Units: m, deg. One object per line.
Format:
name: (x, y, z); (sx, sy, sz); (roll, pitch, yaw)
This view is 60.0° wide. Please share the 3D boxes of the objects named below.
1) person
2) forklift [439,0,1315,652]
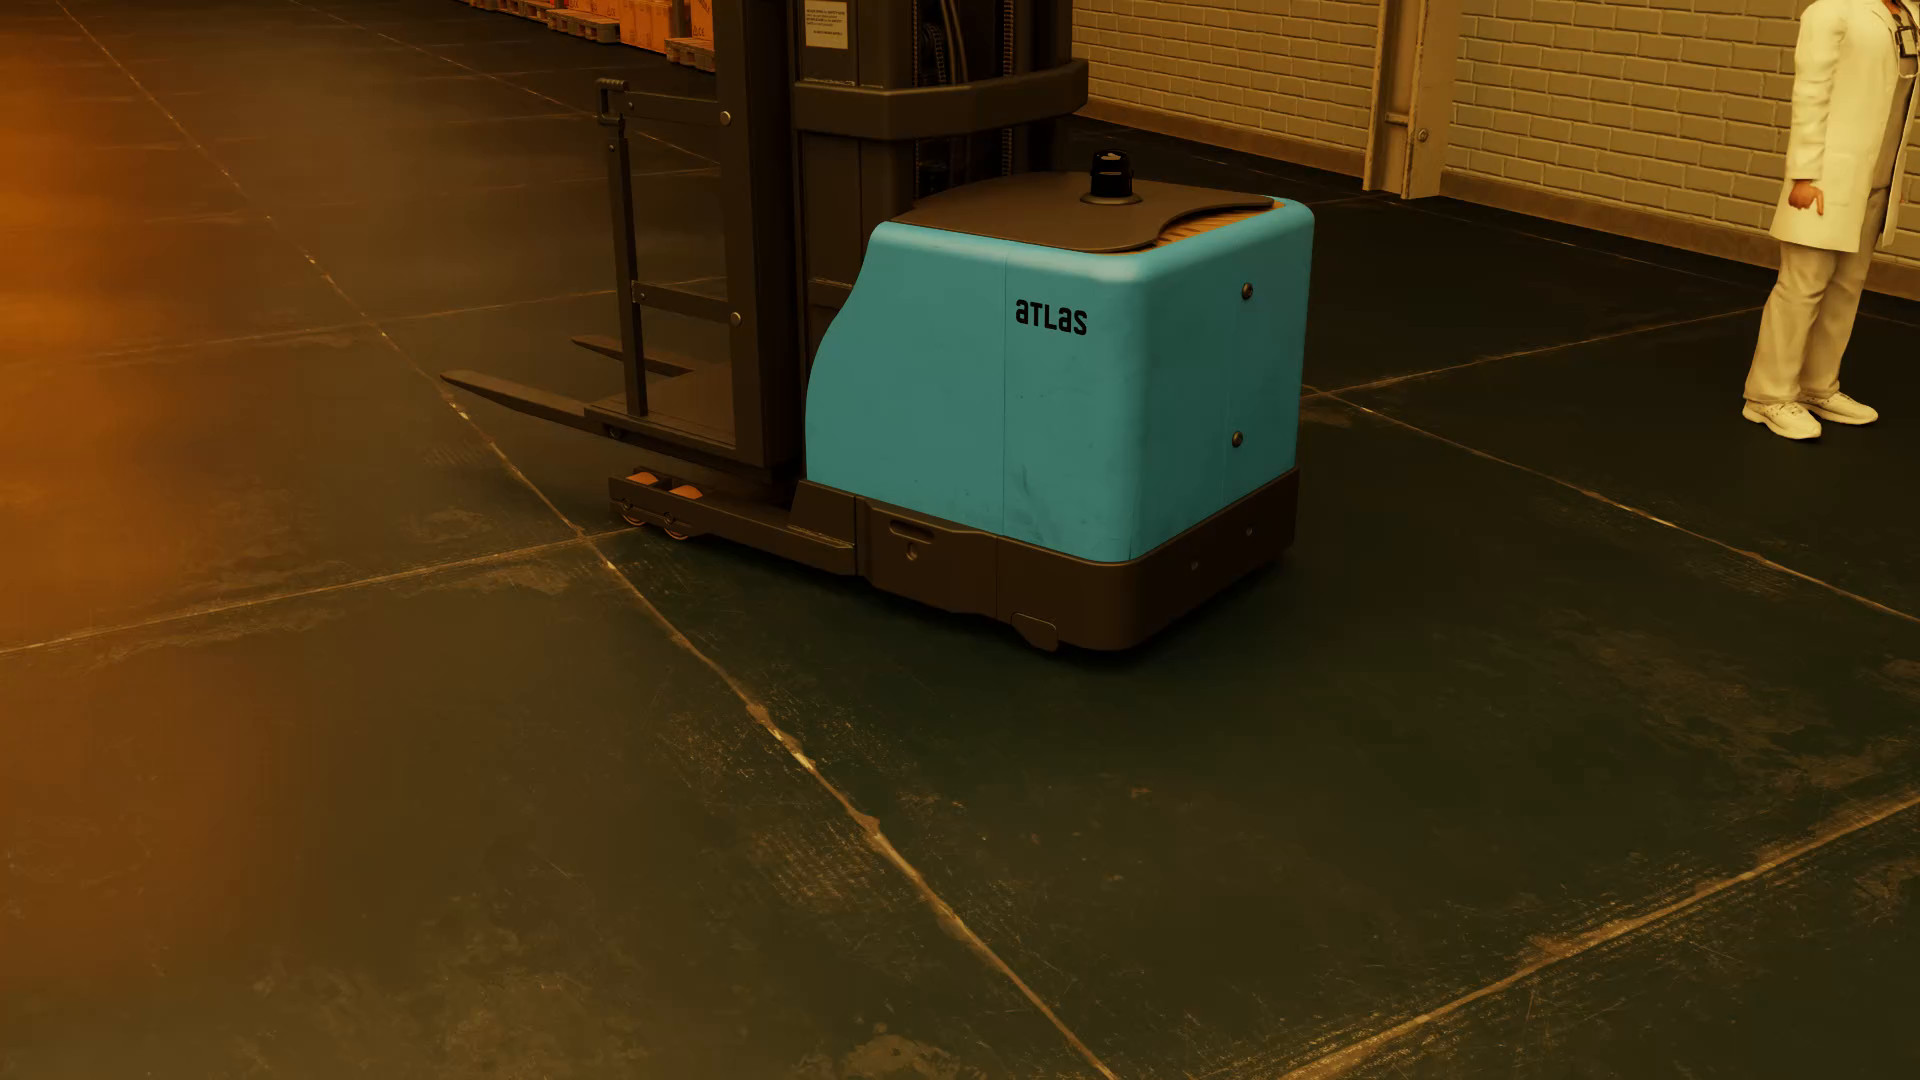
person: (3.166, -1.271, 5.887); (0.551, 1.782, 0.392); (-13, 25, -28)
forklift: (-0.481, -1.497, 4.922); (3.031, 2.935, 1.130); (16, 27, 34)
